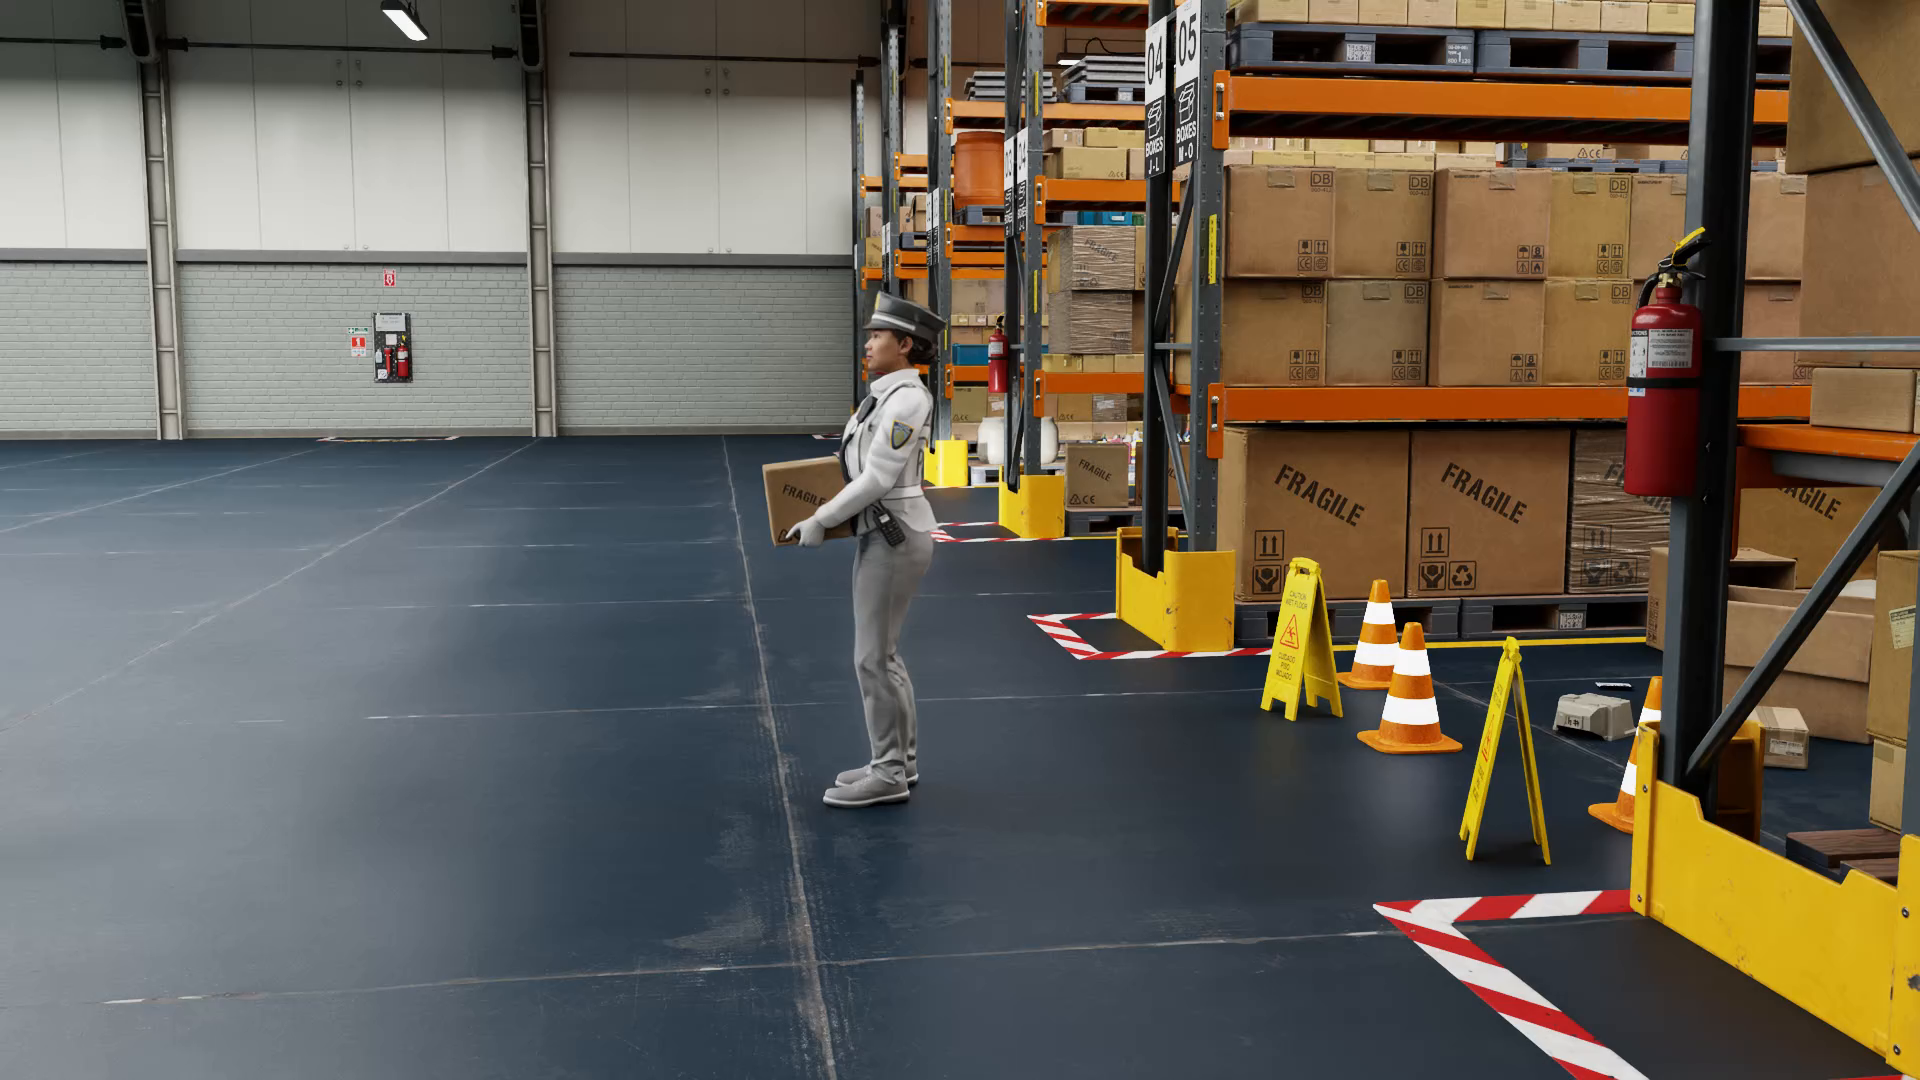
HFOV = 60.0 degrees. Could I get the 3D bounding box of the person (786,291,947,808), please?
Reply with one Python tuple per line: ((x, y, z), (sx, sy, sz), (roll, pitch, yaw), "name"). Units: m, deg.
((-0.314, 0.026, 5.518), (0.536, 1.690, 0.460), (-1, 7, -8), "person")
